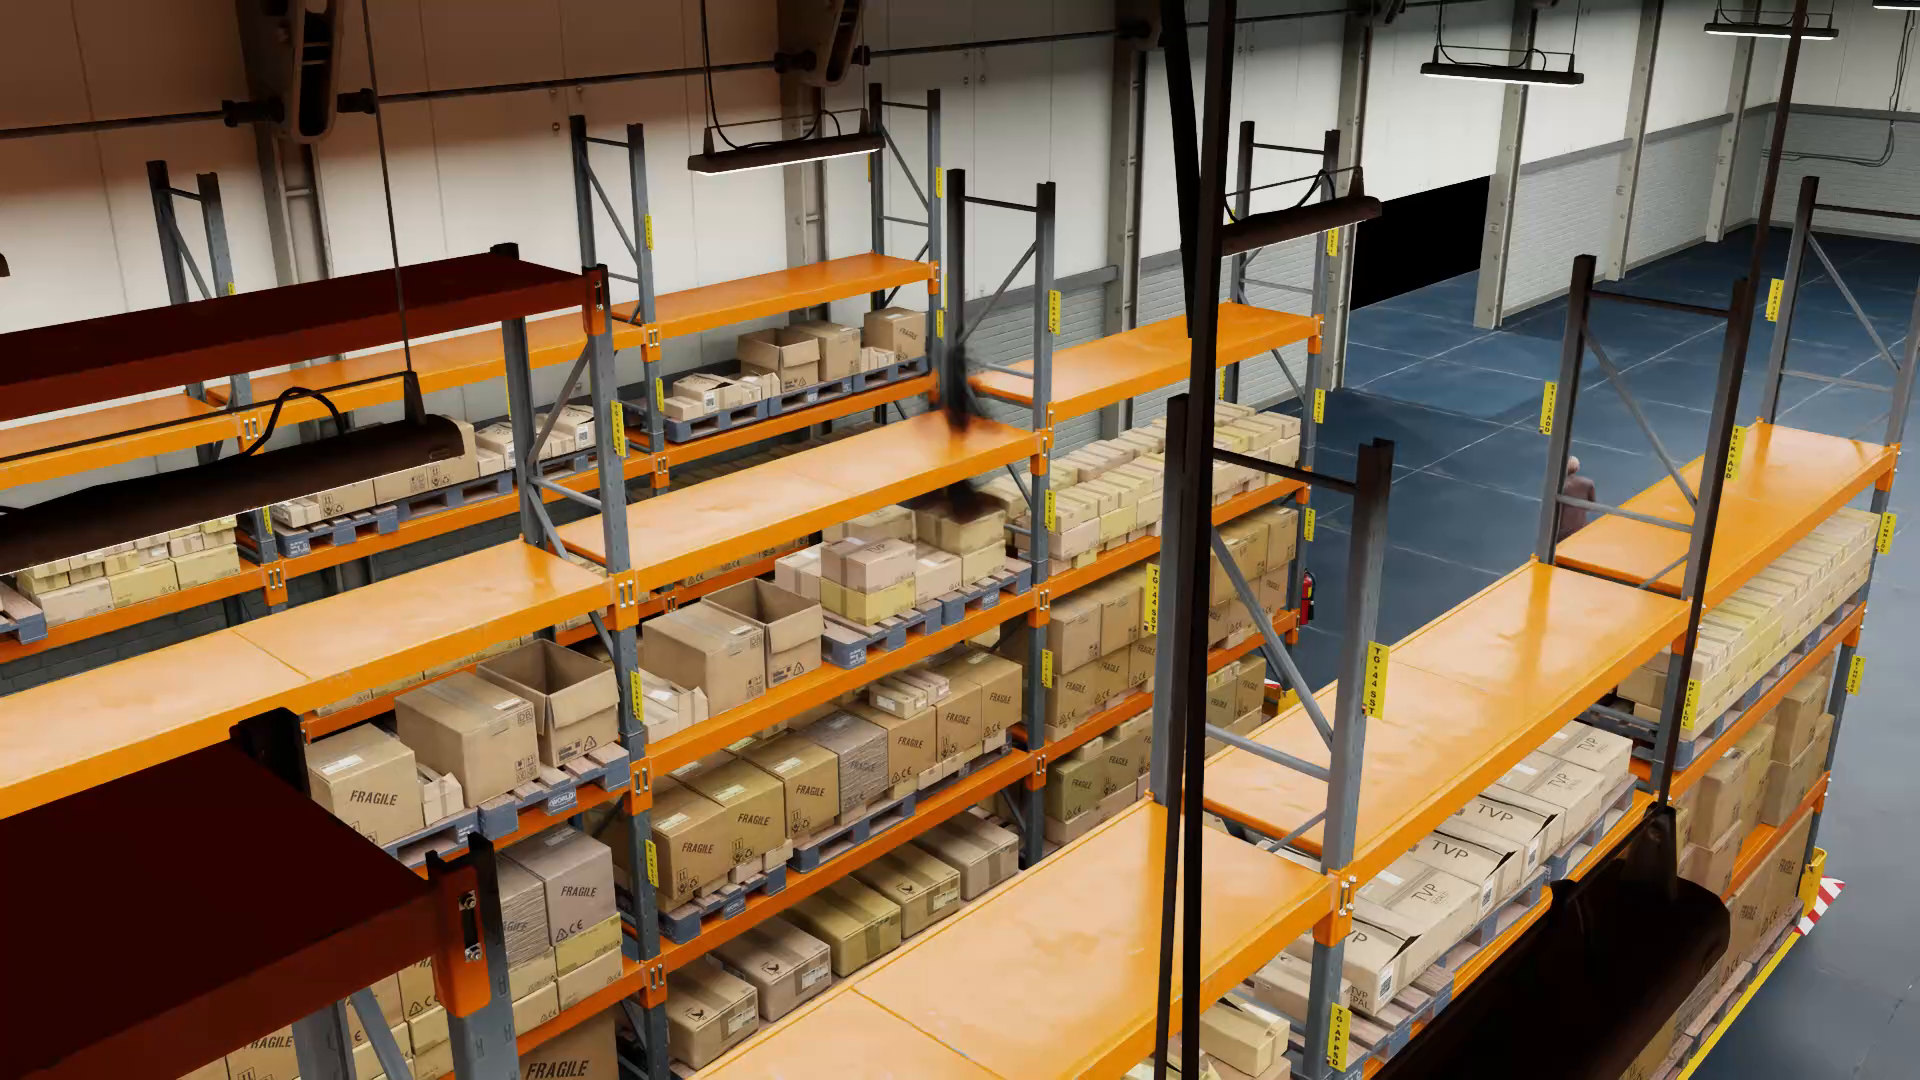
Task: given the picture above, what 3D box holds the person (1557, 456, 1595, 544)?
[{"bbox_3d":[7.265,-0.145,19.972,0.680,1.703,0.934,2,21,5],"label":"person"}]
